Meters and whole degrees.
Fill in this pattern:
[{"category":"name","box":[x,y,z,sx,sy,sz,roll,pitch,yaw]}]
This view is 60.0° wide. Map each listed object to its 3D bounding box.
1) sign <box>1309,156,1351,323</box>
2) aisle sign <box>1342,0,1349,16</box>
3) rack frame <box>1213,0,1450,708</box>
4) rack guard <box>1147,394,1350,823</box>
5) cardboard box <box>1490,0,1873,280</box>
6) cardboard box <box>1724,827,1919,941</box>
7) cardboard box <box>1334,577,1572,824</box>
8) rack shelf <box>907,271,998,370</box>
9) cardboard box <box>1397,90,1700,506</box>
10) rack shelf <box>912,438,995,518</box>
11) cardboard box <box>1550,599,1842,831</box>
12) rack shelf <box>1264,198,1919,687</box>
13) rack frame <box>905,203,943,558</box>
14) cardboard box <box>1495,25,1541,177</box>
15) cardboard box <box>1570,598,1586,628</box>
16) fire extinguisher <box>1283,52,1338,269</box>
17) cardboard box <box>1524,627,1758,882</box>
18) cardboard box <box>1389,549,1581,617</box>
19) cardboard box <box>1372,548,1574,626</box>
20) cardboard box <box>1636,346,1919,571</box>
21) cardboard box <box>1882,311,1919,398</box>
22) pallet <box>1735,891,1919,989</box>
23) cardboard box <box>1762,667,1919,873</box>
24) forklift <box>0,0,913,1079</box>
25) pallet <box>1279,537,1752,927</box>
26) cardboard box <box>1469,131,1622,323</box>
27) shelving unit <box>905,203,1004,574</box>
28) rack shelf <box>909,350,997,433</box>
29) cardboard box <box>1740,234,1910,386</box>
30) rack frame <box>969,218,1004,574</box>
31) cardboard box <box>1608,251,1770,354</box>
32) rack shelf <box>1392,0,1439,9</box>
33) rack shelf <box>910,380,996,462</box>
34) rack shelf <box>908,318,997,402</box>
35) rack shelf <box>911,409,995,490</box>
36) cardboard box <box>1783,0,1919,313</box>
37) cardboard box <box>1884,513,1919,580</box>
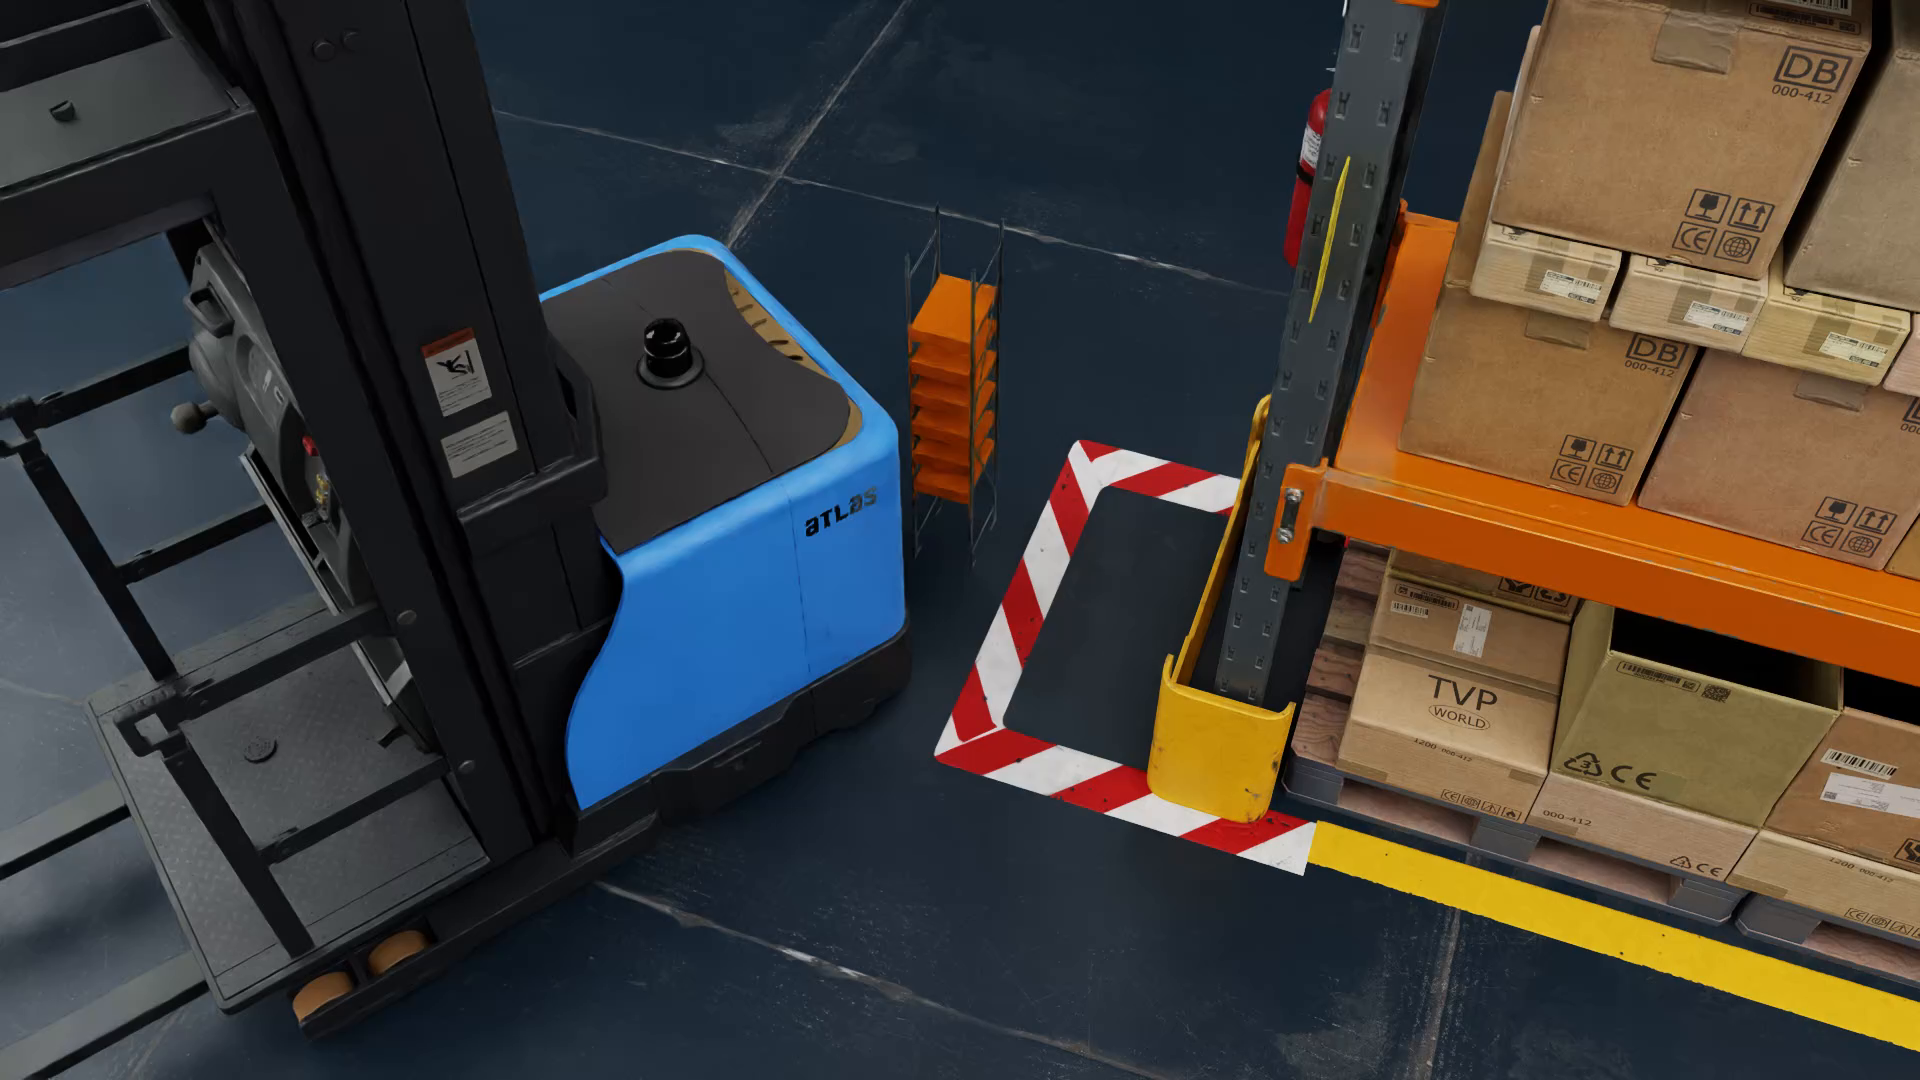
[{"category":"sign","box":[0.693,-0.559,3.124,0.005,0.325,0.100,16,51,13]},{"category":"aisle sign","box":[0.723,-1.293,2.665,0.004,0.787,0.394,16,51,13]},{"category":"rack frame","box":[0.891,-0.641,3.821,0.127,3.000,1.000,16,51,13]},{"category":"rack guard","box":[0.869,0.171,4.771,0.348,0.500,1.175,16,51,13]},{"category":"cardboard box","box":[1.374,-0.954,3.167,0.500,0.500,0.700,16,51,13]},{"category":"cardboard box","box":[2.256,0.679,4.218,0.500,0.250,0.500,16,51,13]},{"category":"cardboard box","box":[1.317,0.420,4.443,0.500,0.250,0.500,16,51,13]},{"category":"rack shelf","box":[-0.014,-0.603,4.561,0.180,0.103,0.258,16,51,13]},{"category":"cardboard box","box":[1.325,-0.543,3.669,0.500,0.500,0.700,16,51,13]},{"category":"rack shelf","box":[-0.014,-0.210,5.015,0.180,0.103,0.258,16,51,13]},{"category":"cardboard box","box":[1.787,0.304,4.047,0.500,0.500,0.500,16,51,13]},{"category":"rack shelf","box":[2.767,0.118,3.639,4.000,0.370,1.077,16,51,13]},{"category":"rack frame","box":[-0.099,-0.421,4.821,0.006,1.200,0.240,16,51,13]},{"category":"cardboard box","box":[1.316,-0.922,3.568,0.250,0.149,0.380,15,51,13]},{"category":"cardboard box","box":[1.970,0.175,4.655,0.500,0.250,0.500,16,51,13]},{"category":"fire extinguisher","box":[0.941,-0.976,4.162,0.183,0.674,0.296,16,51,13]},{"category":"cardboard box","box":[1.787,0.548,4.332,0.500,0.250,0.500,16,51,13]},{"category":"cardboard box","box":[1.497,-0.195,4.479,0.500,0.500,0.500,16,51,13]},{"category":"cardboard box","box":[1.497,0.052,4.761,0.500,0.250,0.500,16,51,13]},{"category":"cardboard box","box":[1.819,-0.409,3.553,0.500,0.500,0.700,17,51,14]},{"category":"cardboard box","box":[1.903,-0.430,3.142,0.250,0.149,0.380,15,51,13]},{"category":"pallet","box":[2.764,0.763,4.449,1.213,0.211,1.003,16,51,13]},{"category":"cardboard box","box":[2.260,0.425,3.942,0.500,0.500,0.500,16,51,13]},{"category":"forklift","box":[-1.632,-0.179,3.466,3.031,2.935,1.130,-28,55,-22]},{"category":"pallet","box":[1.623,0.442,4.727,1.213,0.211,1.003,16,51,13]},{"category":"cardboard box","box":[1.185,-0.631,3.317,0.250,0.149,0.380,15,51,13]},{"category":"shelving unit","box":[-0.014,-0.397,4.800,0.189,1.200,0.258,16,51,13]},{"category":"rack shelf","box":[-0.014,-0.446,4.743,0.180,0.103,0.258,16,51,13]},{"category":"cardboard box","box":[1.667,-0.498,3.201,0.250,0.149,0.380,16,51,13]},{"category":"rack frame","box":[0.072,-0.373,4.779,0.006,1.200,0.240,16,51,13]},{"category":"cardboard box","box":[1.433,-0.564,3.258,0.250,0.149,0.380,14,51,12]},{"category":"rack shelf","box":[2.767,-0.865,2.505,4.000,0.370,1.077,16,51,13]},{"category":"rack shelf","box":[-0.014,-0.368,4.833,0.180,0.103,0.258,16,51,13]},{"category":"rack shelf","box":[-0.014,-0.525,4.652,0.180,0.103,0.258,16,51,13]},{"category":"rack shelf","box":[-0.014,-0.289,4.924,0.180,0.103,0.258,16,51,13]},{"category":"cardboard box","box":[1.869,-0.820,3.051,0.500,0.500,0.700,14,51,12]},{"category":"cardboard box","box":[2.283,-0.275,3.437,0.500,0.500,0.700,16,51,13]}]
